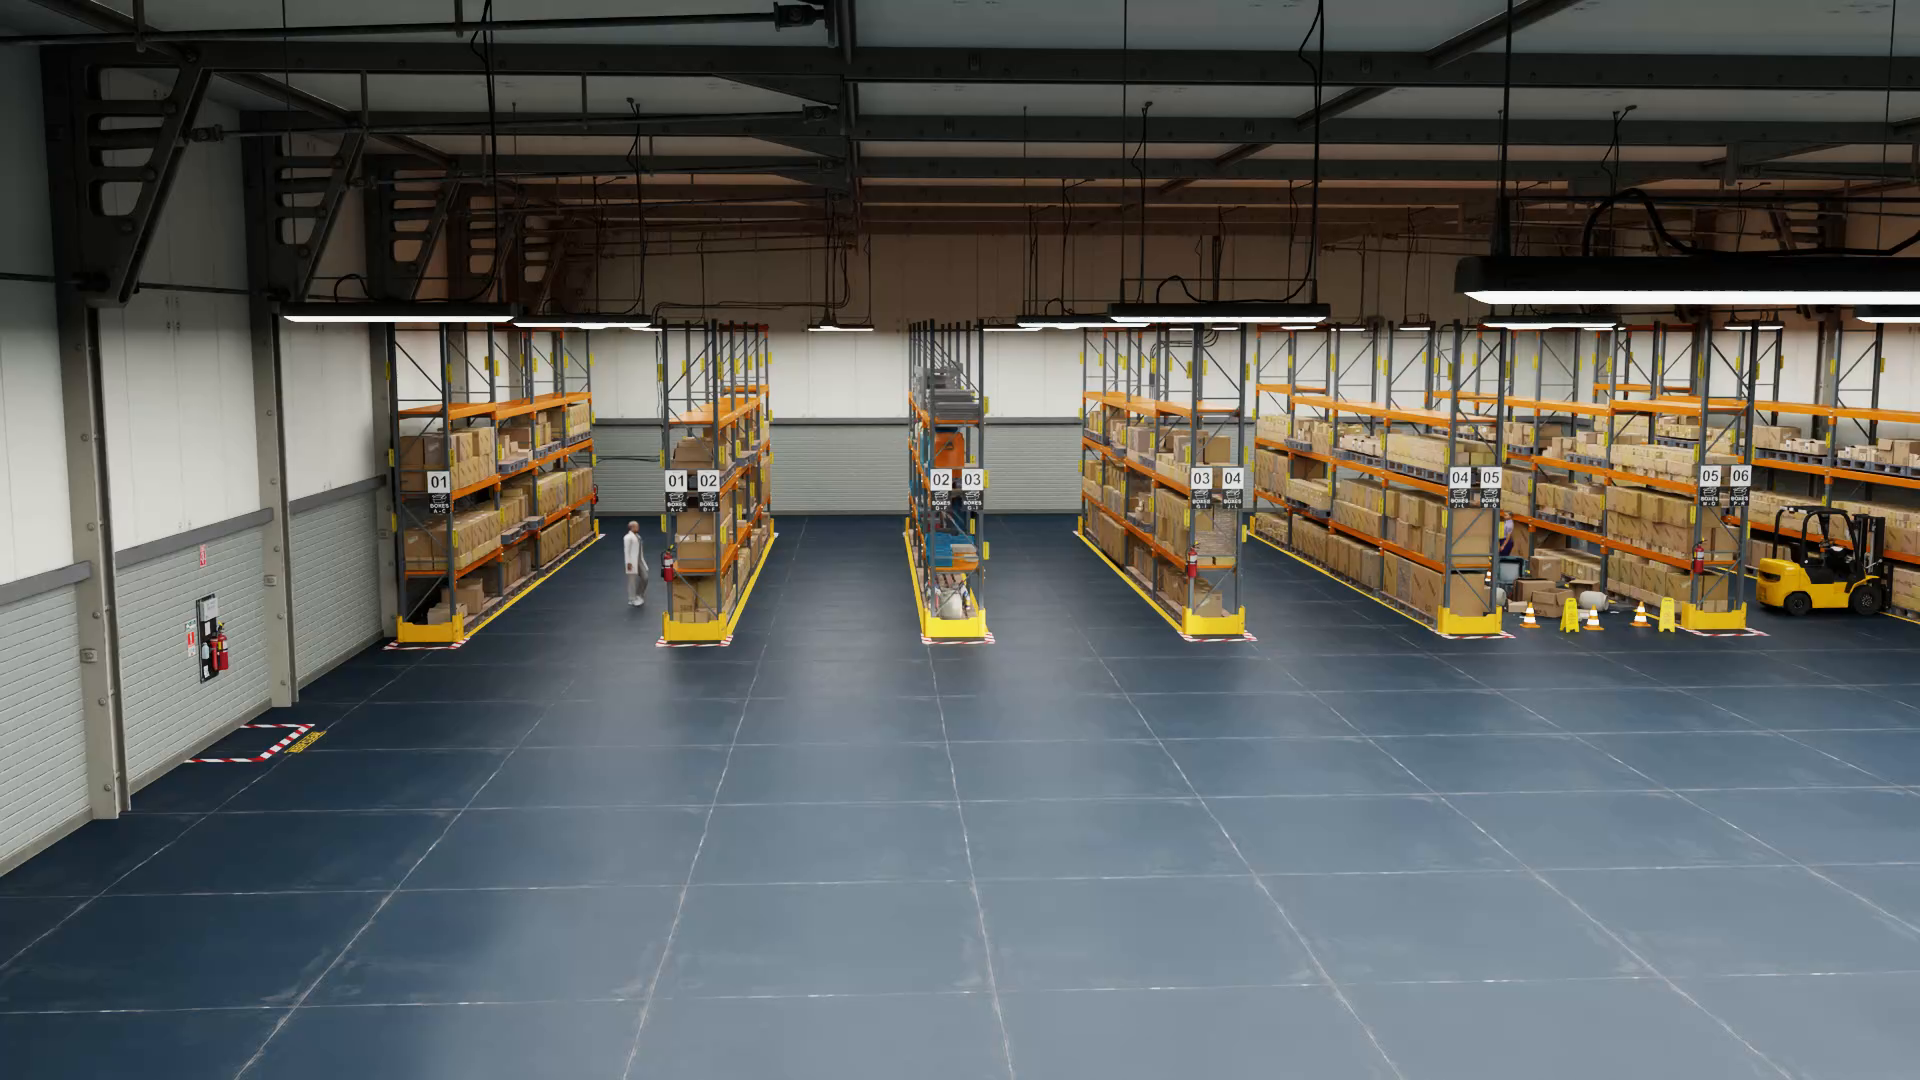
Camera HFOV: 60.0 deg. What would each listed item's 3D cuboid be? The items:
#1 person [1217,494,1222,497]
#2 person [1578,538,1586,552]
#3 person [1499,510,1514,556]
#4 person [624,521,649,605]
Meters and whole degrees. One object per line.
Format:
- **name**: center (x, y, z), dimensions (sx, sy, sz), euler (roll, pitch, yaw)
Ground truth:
- **person**: center (7.296, -1.062, 47.804), dimensions (0.567, 1.738, 0.968), euler (3, 8, 24)
- **person**: center (15.922, -0.358, 42.594), dimensions (0.374, 1.687, 0.528), euler (3, 8, 20)
- **person**: center (12.688, 0.144, 38.742), dimensions (0.425, 1.693, 0.555), euler (4, 8, 27)
- **person**: center (-6.922, 0.490, 35.353), dimensions (0.507, 1.793, 0.632), euler (5, 8, 33)
